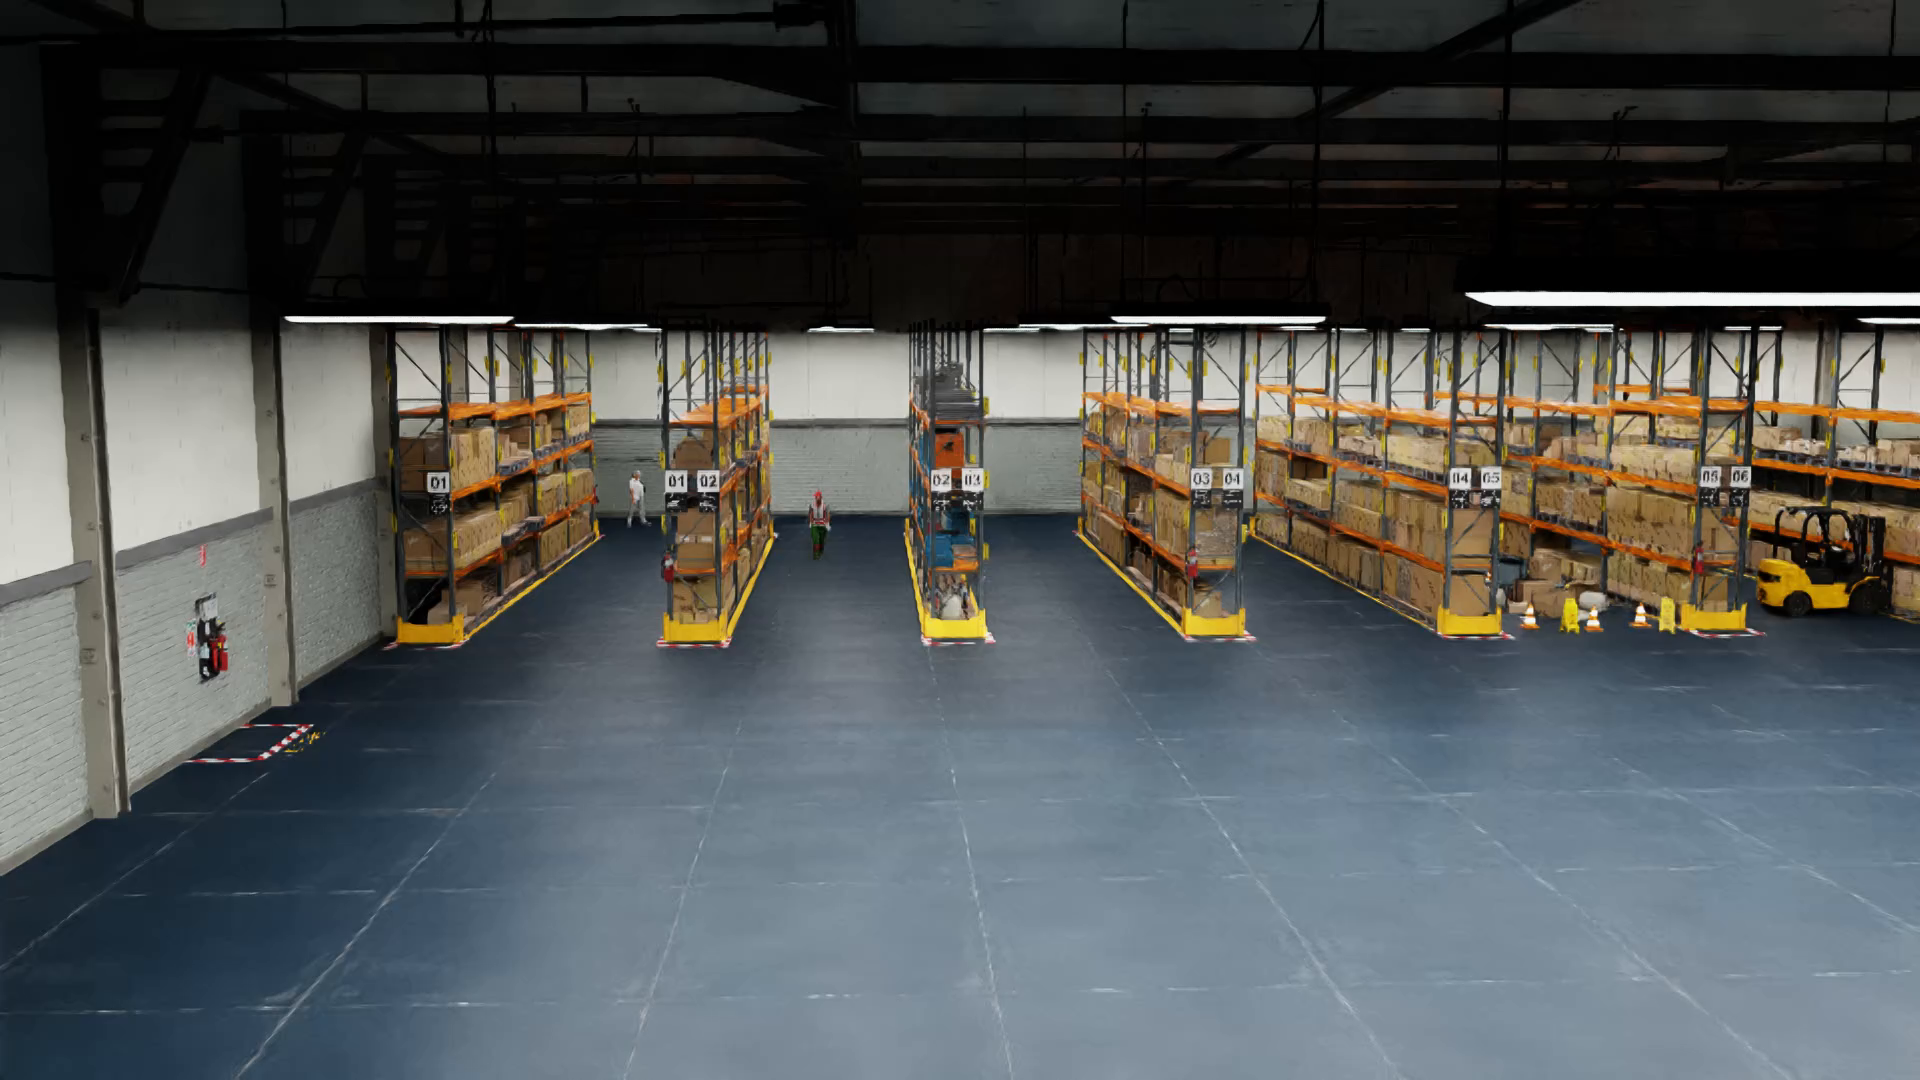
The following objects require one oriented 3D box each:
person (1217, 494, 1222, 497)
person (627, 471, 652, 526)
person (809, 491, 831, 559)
[{"bbox_3d":[7.262,-0.863,46.364,0.588,1.700,1.193,-1,7,-5],"label":"person"},{"bbox_3d":[-9.675,-1.262,49.853,0.528,1.651,0.717,4,8,29],"label":"person"},{"bbox_3d":[-3.601,-0.400,42.623,0.567,1.736,1.041,-1,7,-4],"label":"person"}]
